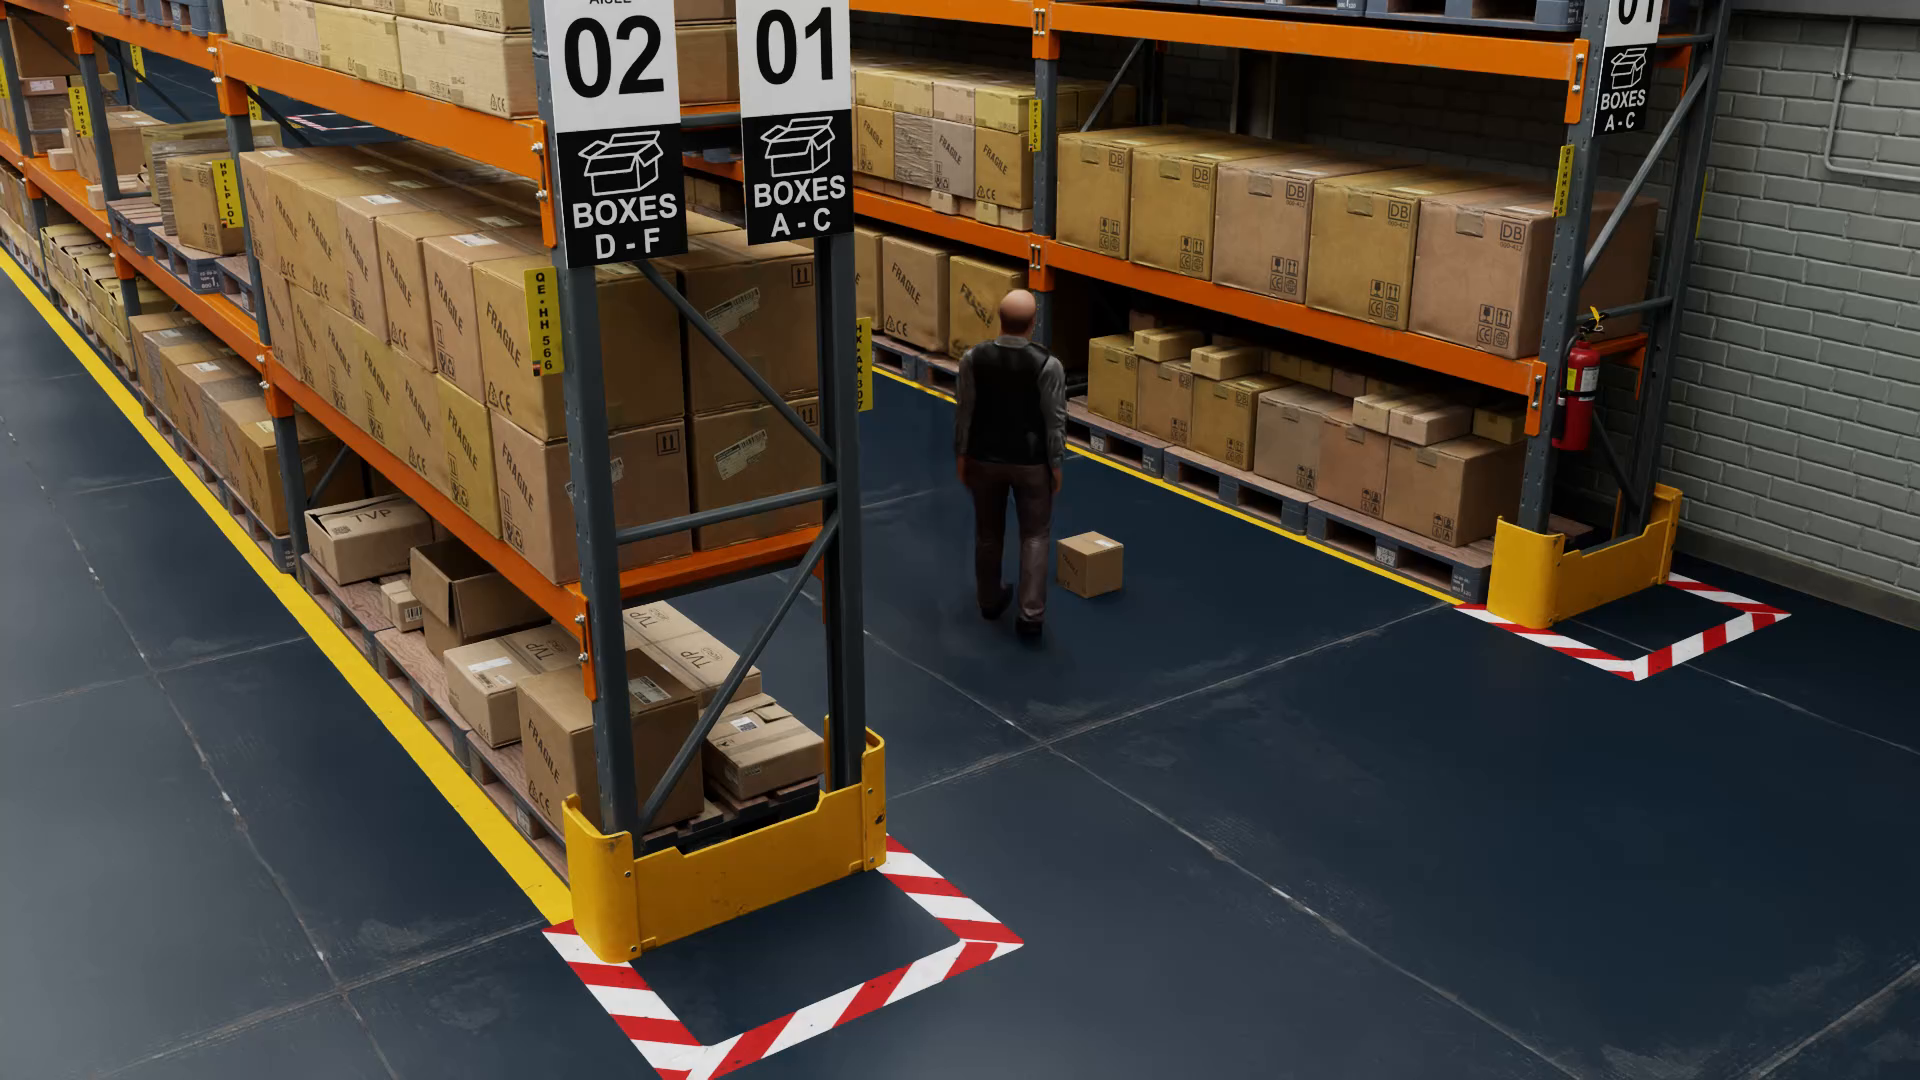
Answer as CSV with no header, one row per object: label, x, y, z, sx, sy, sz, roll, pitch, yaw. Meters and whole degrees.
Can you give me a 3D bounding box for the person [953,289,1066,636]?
person,0.249,-0.382,8.097,0.558,1.724,0.624,5,22,12
